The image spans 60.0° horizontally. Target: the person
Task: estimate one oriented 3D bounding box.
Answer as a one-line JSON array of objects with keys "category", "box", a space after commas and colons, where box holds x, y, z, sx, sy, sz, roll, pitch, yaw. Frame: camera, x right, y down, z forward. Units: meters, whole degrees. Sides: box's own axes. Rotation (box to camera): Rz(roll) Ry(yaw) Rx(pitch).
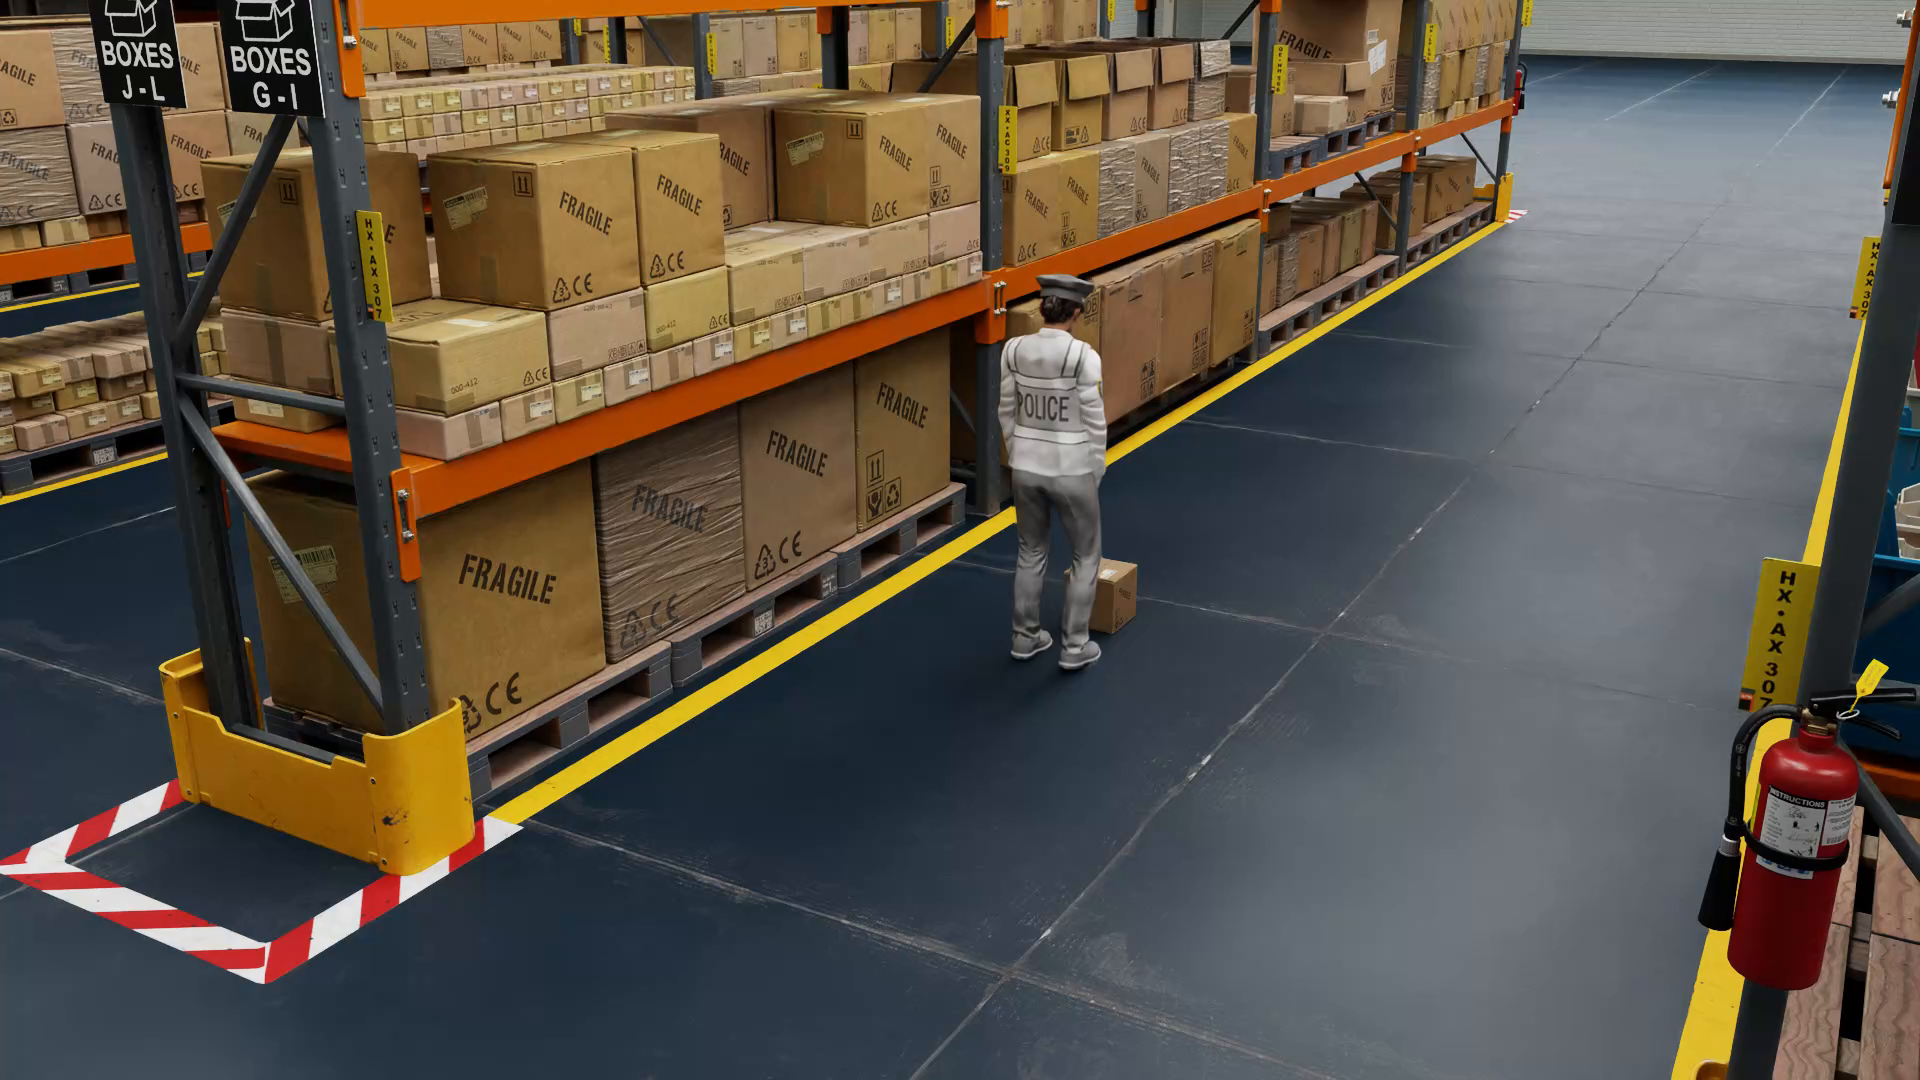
[{"category": "person", "box": [0.385, -0.276, 6.892, 0.488, 1.648, 0.391, 11, 22, 29]}]
